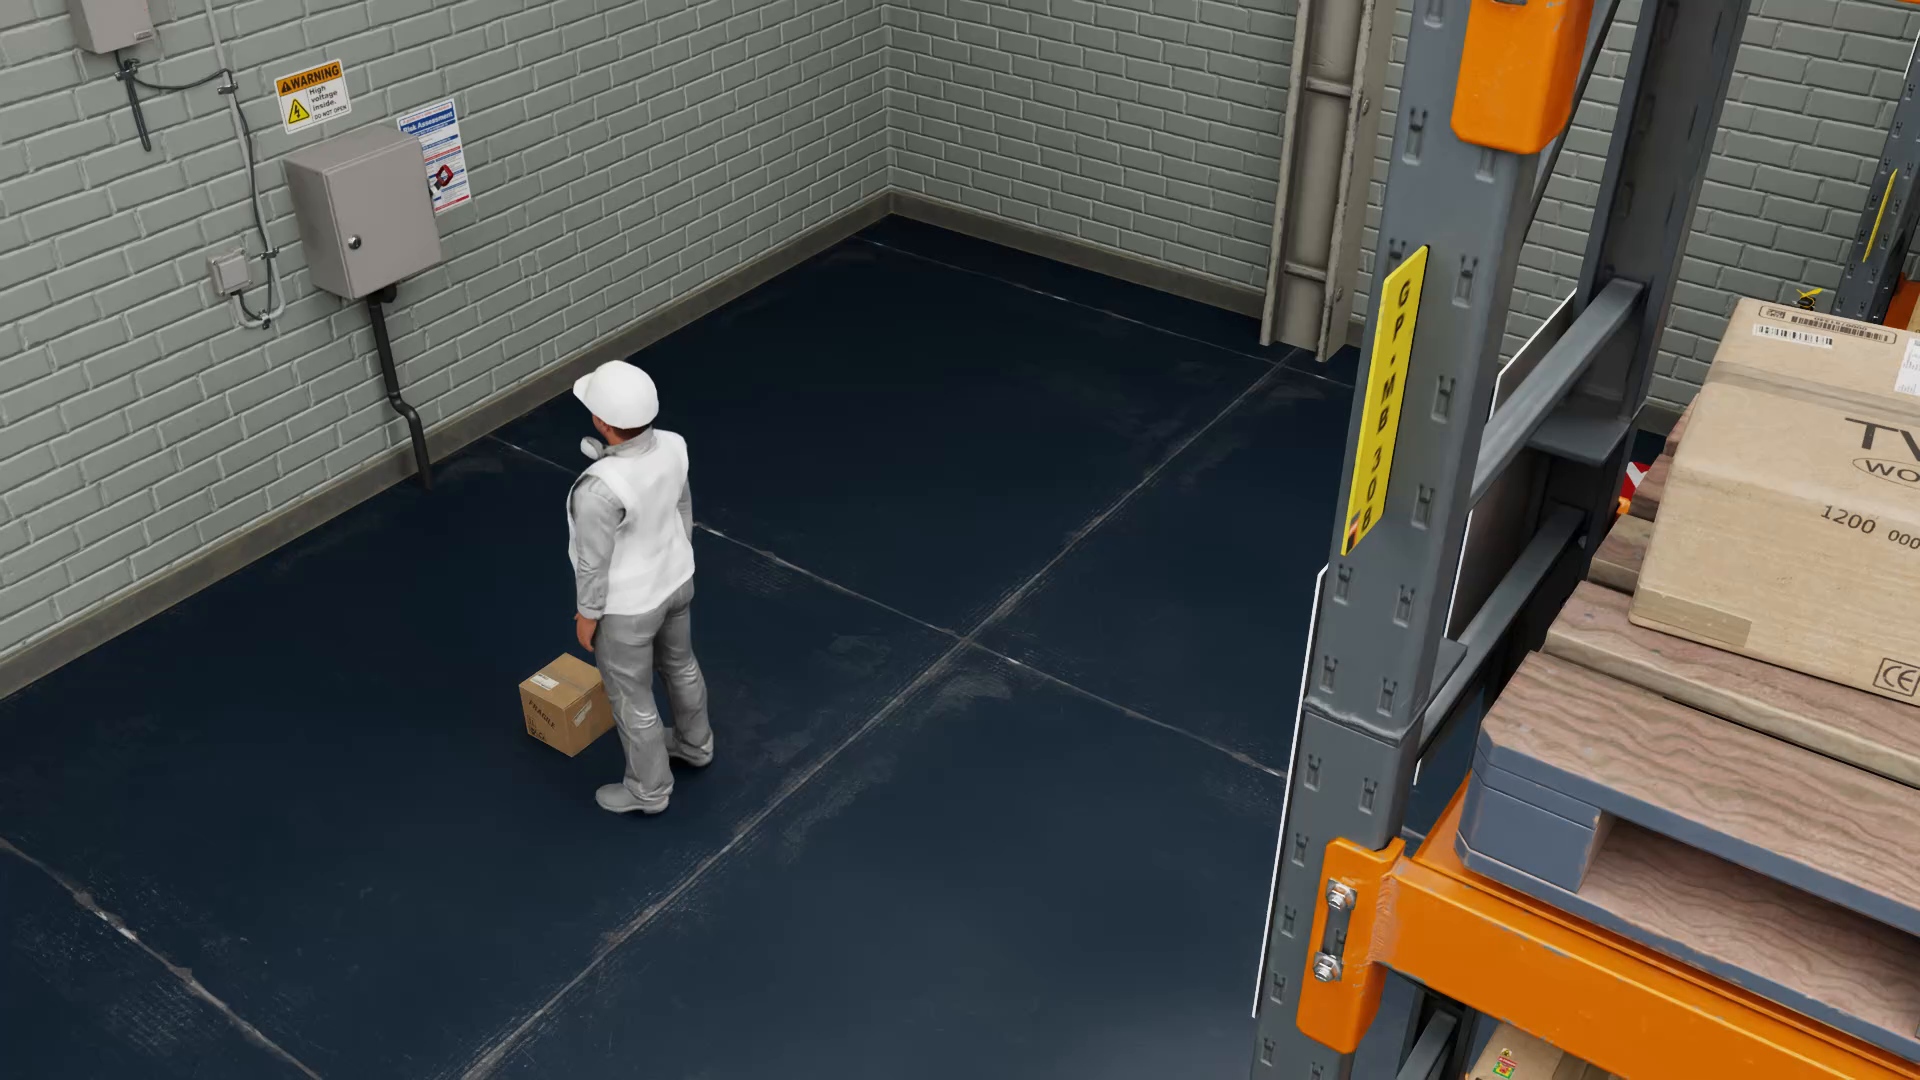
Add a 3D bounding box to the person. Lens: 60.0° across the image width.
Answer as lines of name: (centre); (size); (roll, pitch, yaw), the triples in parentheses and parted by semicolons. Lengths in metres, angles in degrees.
person: (-1.138, 0.167, 5.864); (0.357, 1.798, 0.543); (17, 38, 23)
